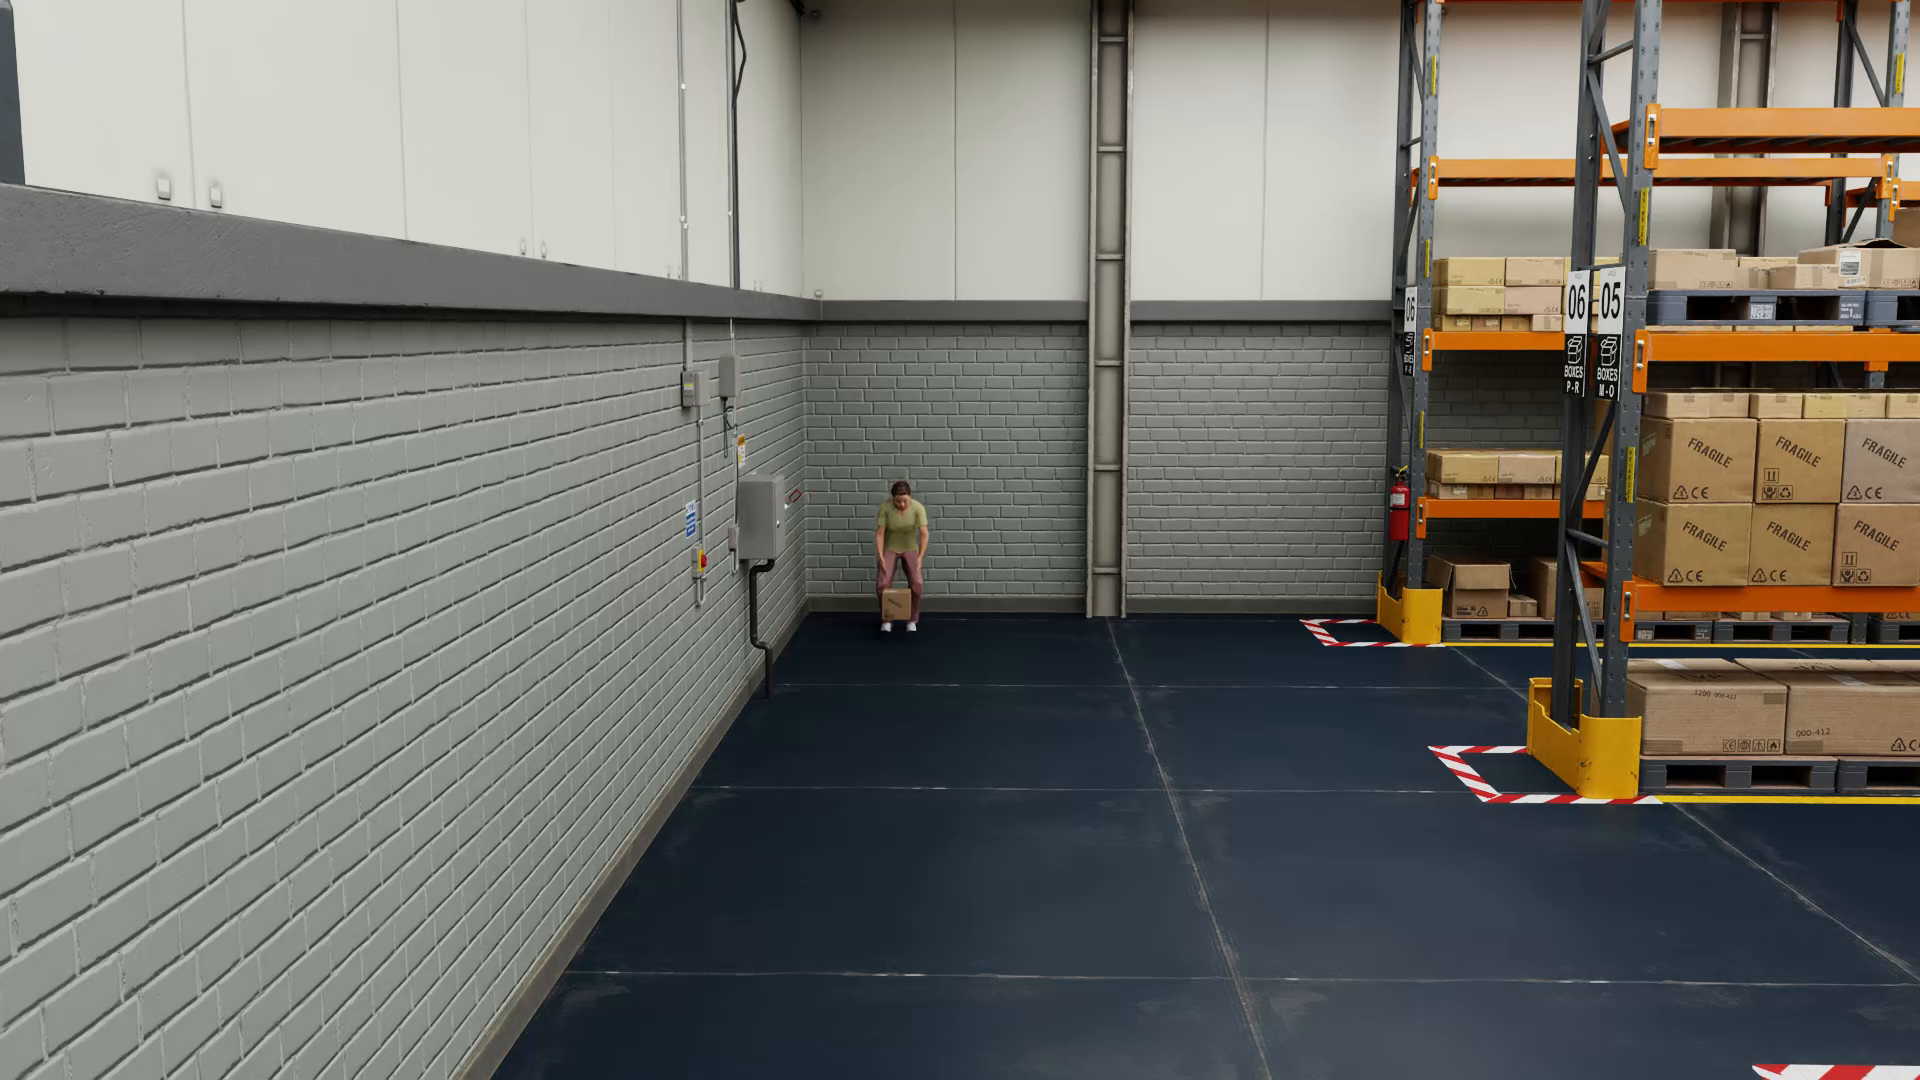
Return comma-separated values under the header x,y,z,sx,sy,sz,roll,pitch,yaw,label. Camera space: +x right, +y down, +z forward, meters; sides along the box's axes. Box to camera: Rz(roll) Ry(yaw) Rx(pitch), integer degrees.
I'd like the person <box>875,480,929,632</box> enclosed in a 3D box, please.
x,y,z,sx,sy,sz,roll,pitch,yaw,label
-0.541,0.142,15.609,0.507,1.444,0.596,0,7,2,person
